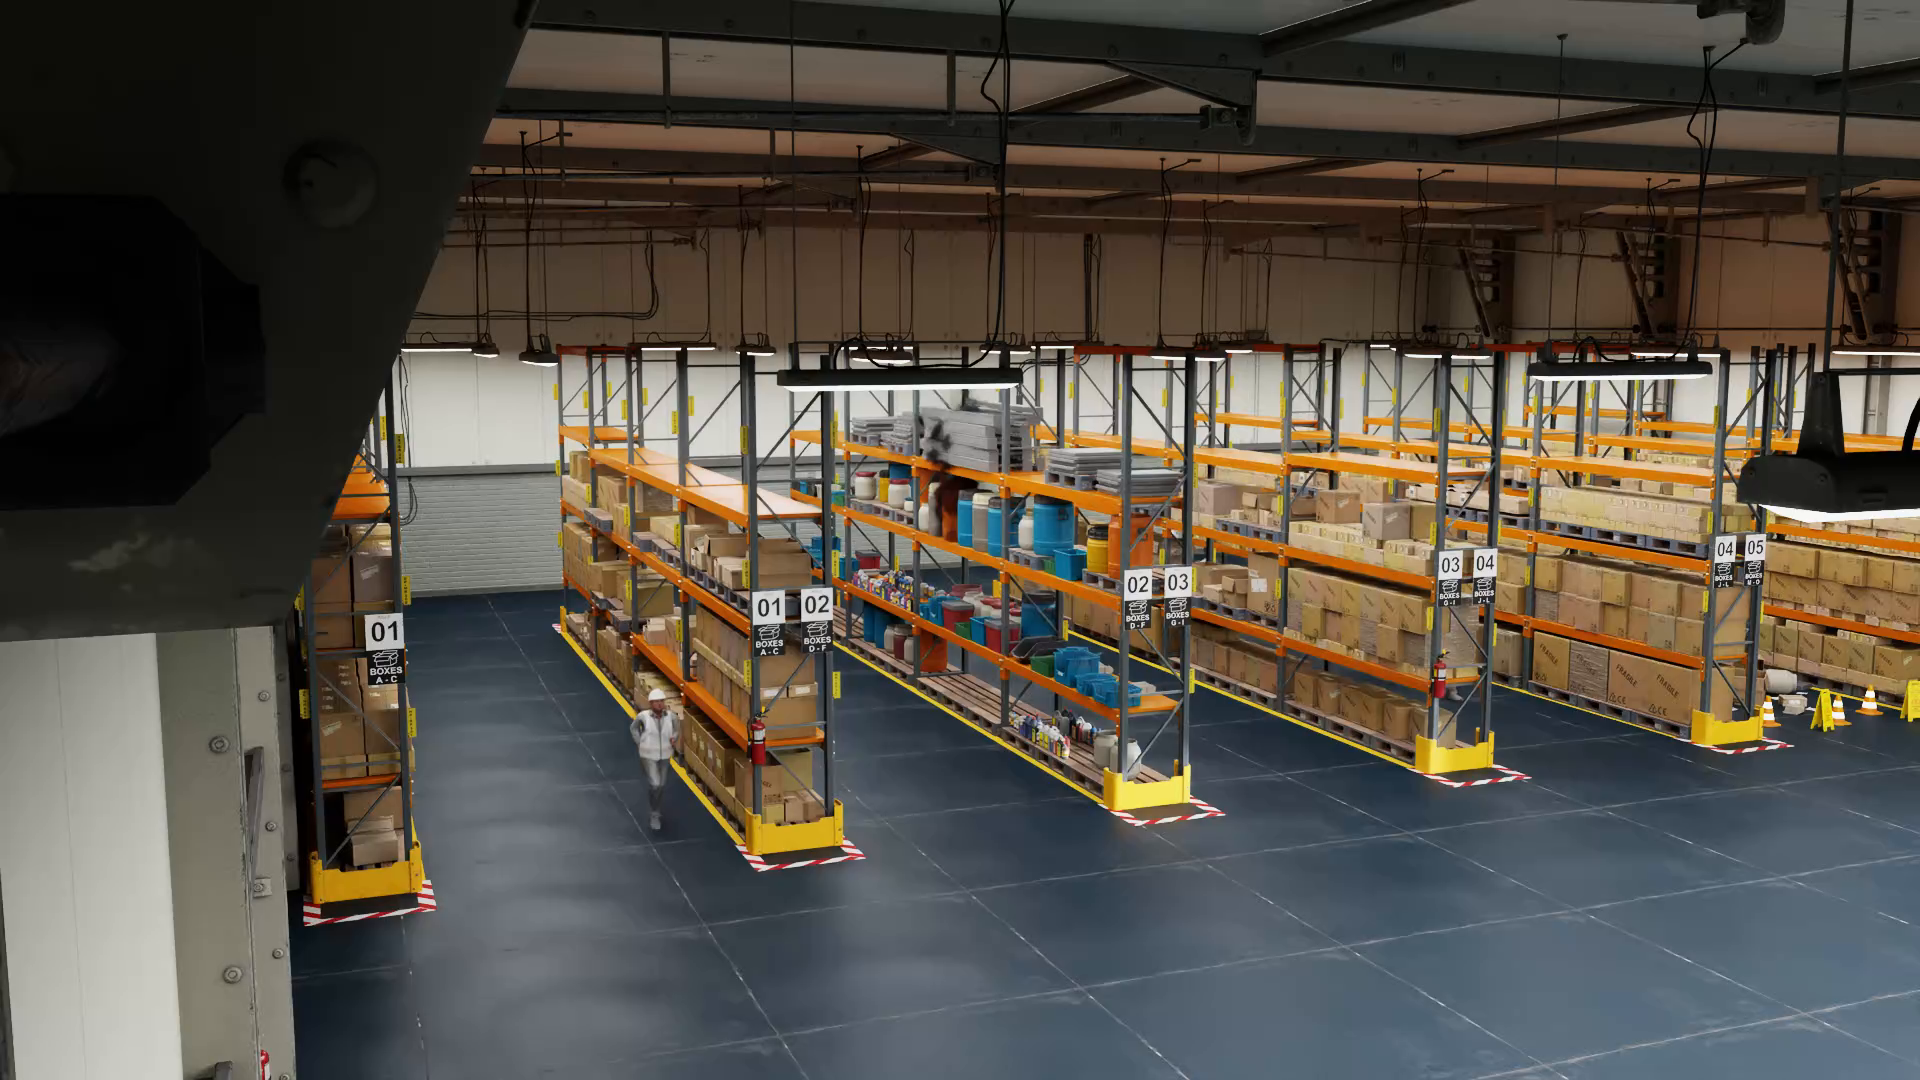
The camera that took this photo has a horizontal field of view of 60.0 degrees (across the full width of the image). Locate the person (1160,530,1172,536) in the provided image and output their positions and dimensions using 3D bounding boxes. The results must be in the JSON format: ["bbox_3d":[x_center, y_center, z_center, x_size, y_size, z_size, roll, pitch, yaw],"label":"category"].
[{"bbox_3d":[5.030,0.275,41.421,0.523,1.662,0.729,-2,8,-17],"label":"person"}]

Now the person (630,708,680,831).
[{"bbox_3d":[-3.897,2.893,21.318,0.574,1.569,0.733,-4,8,-31],"label":"person"}]

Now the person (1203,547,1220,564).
[{"bbox_3d":[5.421,0.950,35.592,0.627,1.636,1.046,-3,8,-21],"label":"person"}]
